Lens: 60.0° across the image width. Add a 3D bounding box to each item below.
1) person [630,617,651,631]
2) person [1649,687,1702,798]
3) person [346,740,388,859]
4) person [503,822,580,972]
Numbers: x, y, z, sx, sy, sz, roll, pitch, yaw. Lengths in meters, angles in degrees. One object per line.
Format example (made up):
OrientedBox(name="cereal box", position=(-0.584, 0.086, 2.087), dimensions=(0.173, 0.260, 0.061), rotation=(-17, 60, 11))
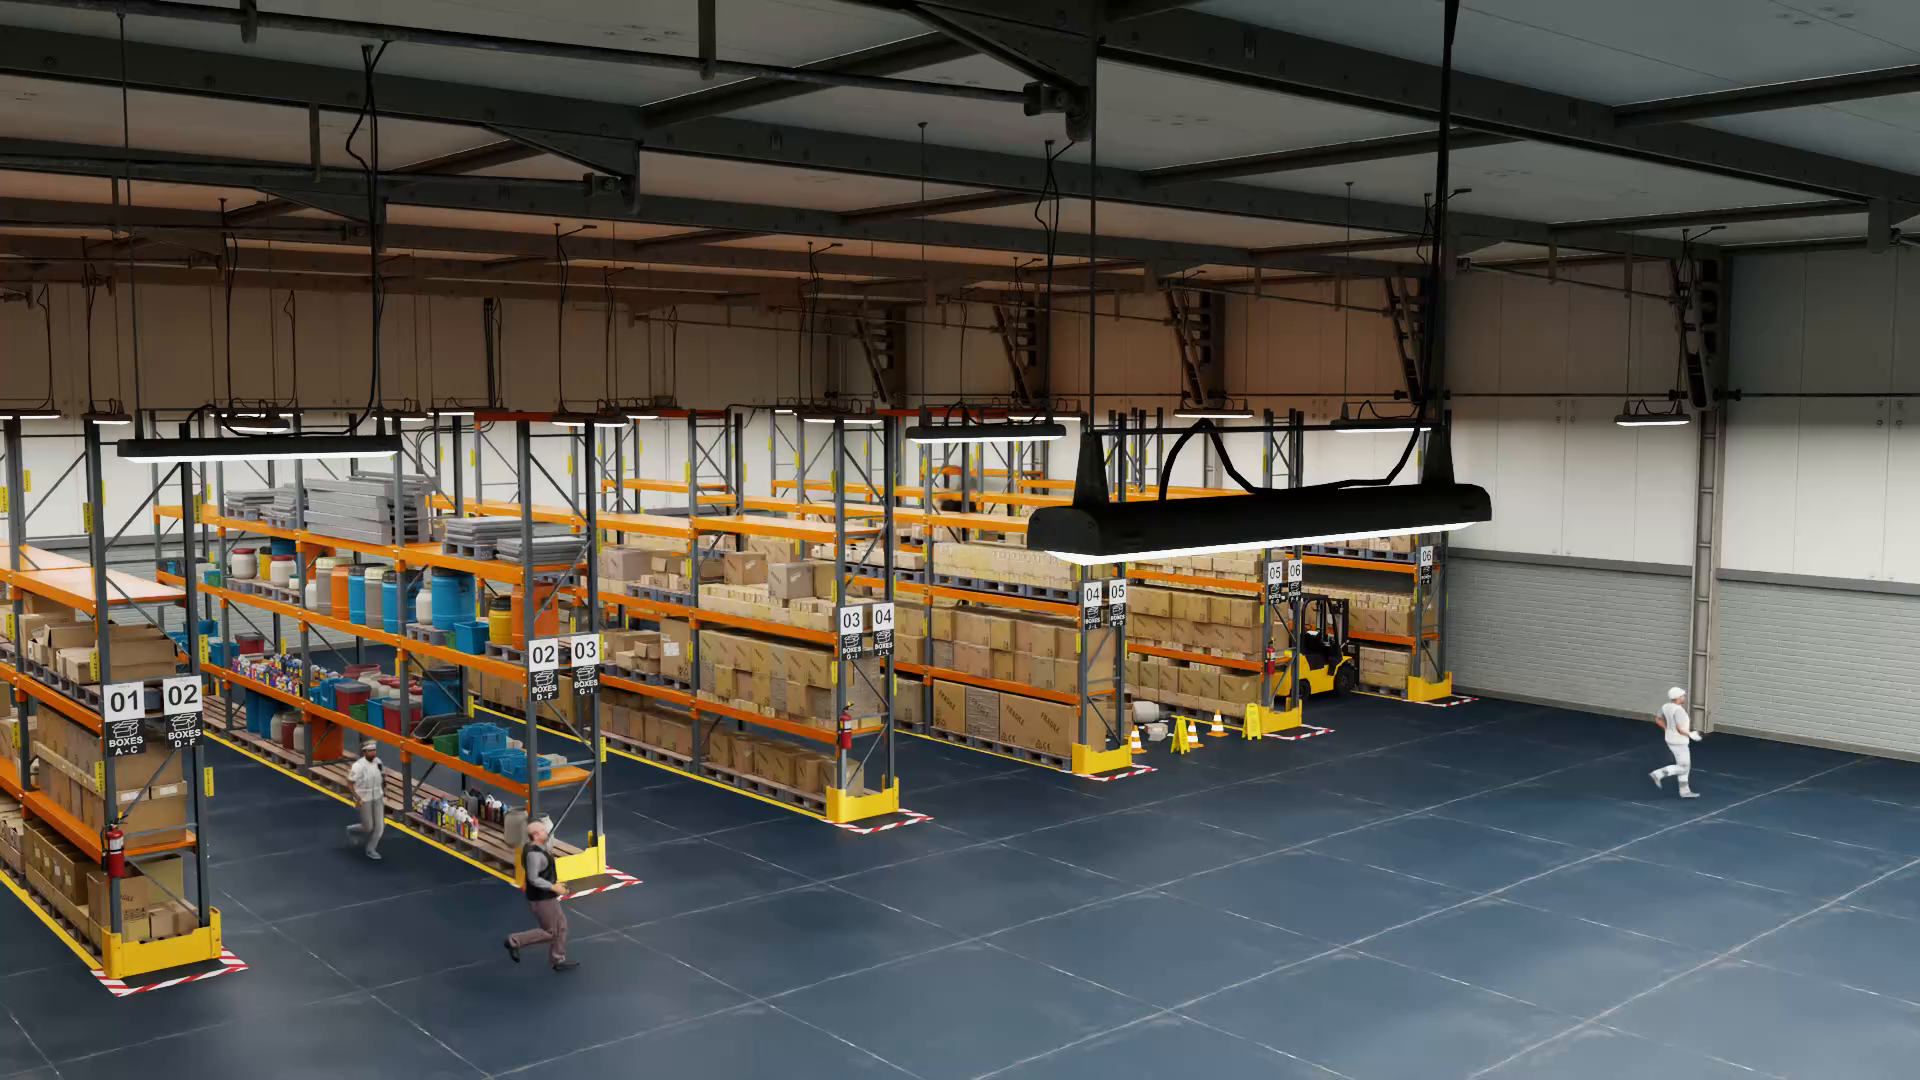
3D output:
OrientedBox(name="person", position=(-8.056, 1.887, 41.824), dimensions=(0.669, 1.587, 0.534), rotation=(-4, 6, -35))
OrientedBox(name="person", position=(11.183, 3.173, 26.023), dimensions=(0.832, 1.762, 0.655), rotation=(0, 5, -1))
OrientedBox(name="person", position=(-8.133, 3.521, 22.753), dimensions=(0.592, 1.649, 0.541), rotation=(4, 7, 40))
OrientedBox(name="person", position=(-4.588, 3.907, 18.197), dimensions=(0.814, 1.690, 0.676), rotation=(-1, 5, -15))
